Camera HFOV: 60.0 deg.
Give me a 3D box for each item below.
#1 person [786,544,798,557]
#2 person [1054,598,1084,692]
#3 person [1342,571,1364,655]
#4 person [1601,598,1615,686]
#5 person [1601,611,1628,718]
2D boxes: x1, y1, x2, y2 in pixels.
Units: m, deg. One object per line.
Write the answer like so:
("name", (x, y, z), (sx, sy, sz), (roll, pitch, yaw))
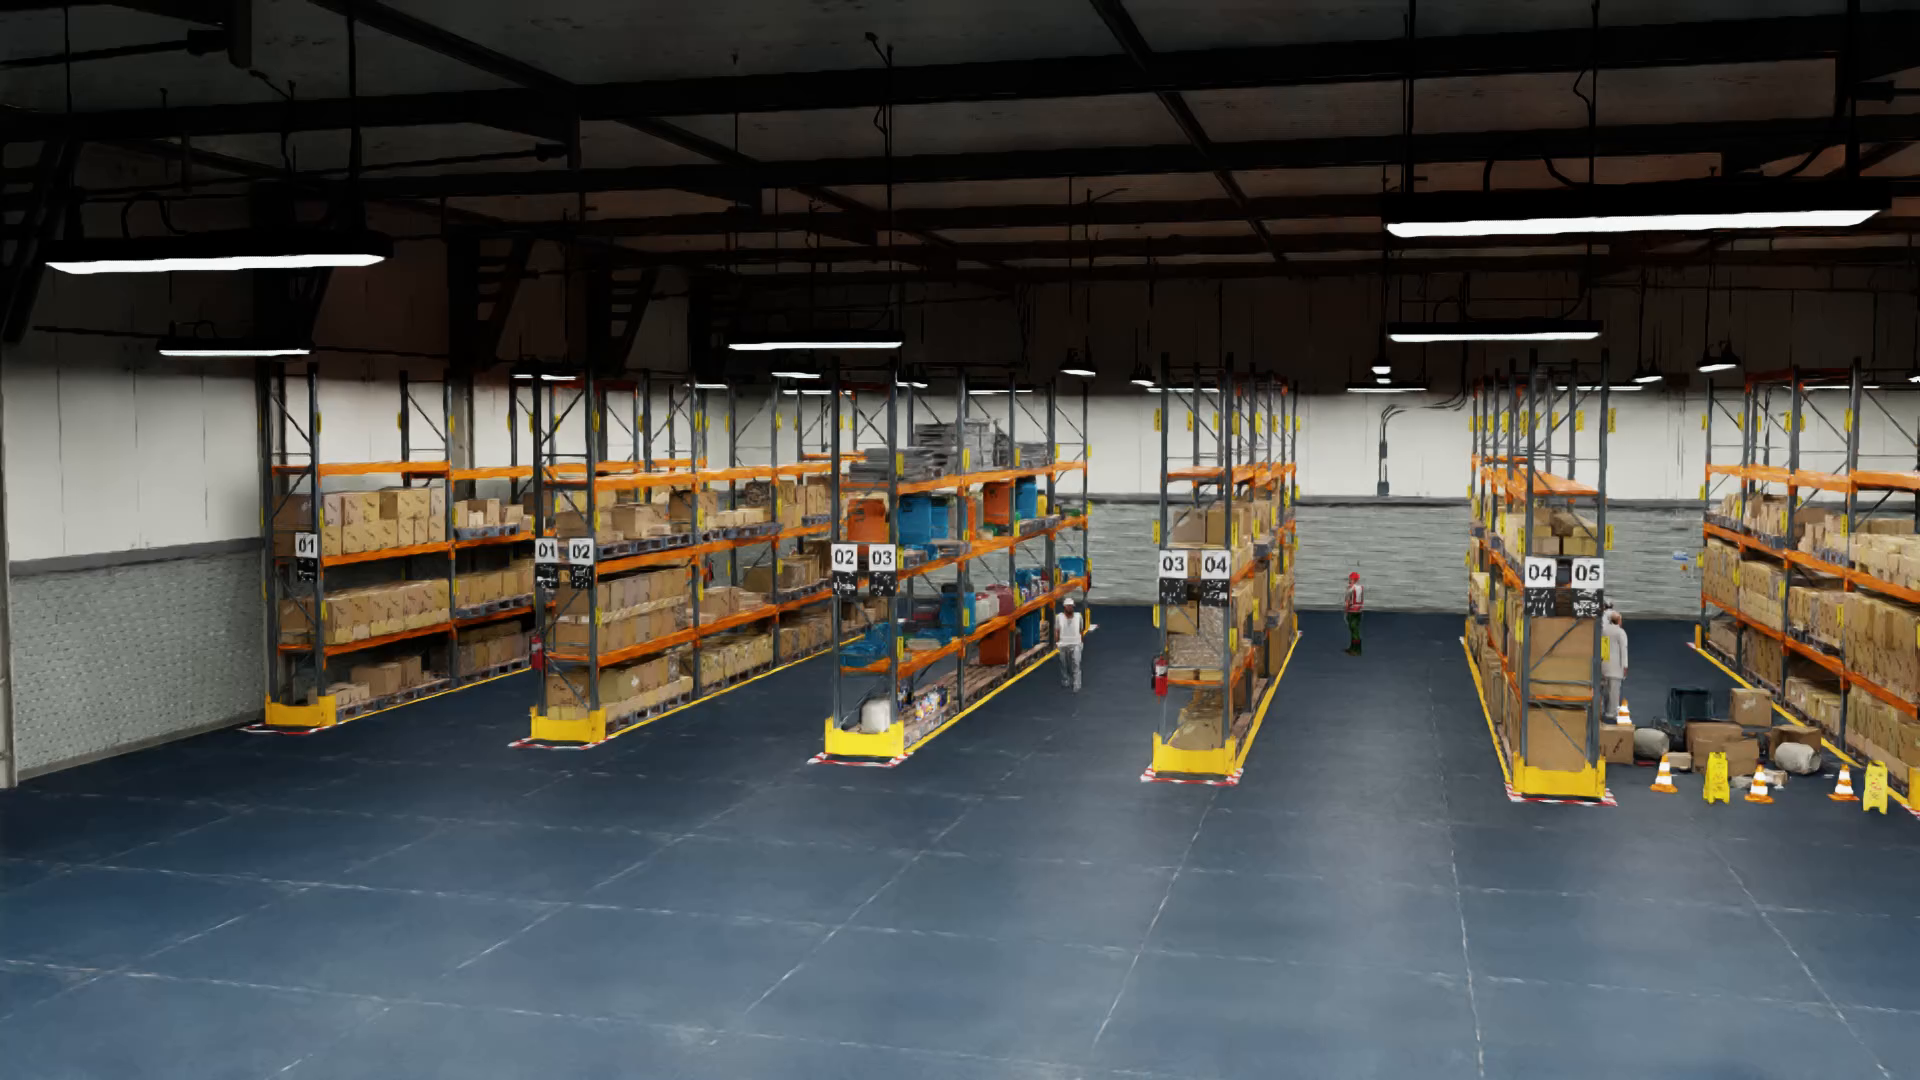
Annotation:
("person", (-4.707, 0.940, 45.978), (0.652, 1.661, 0.501), (-2, 4, -26))
("person", (2.034, 1.942, 31.105), (0.550, 1.724, 1.029), (0, 4, 6))
("person", (8.481, 1.568, 35.937), (0.571, 1.786, 0.648), (4, 5, 41))
("person", (12.339, 1.931, 31.720), (0.598, 1.659, 0.556), (-4, 6, -44))
("person", (11.168, 2.104, 28.277), (0.520, 1.790, 0.656), (-1, 4, -14))
